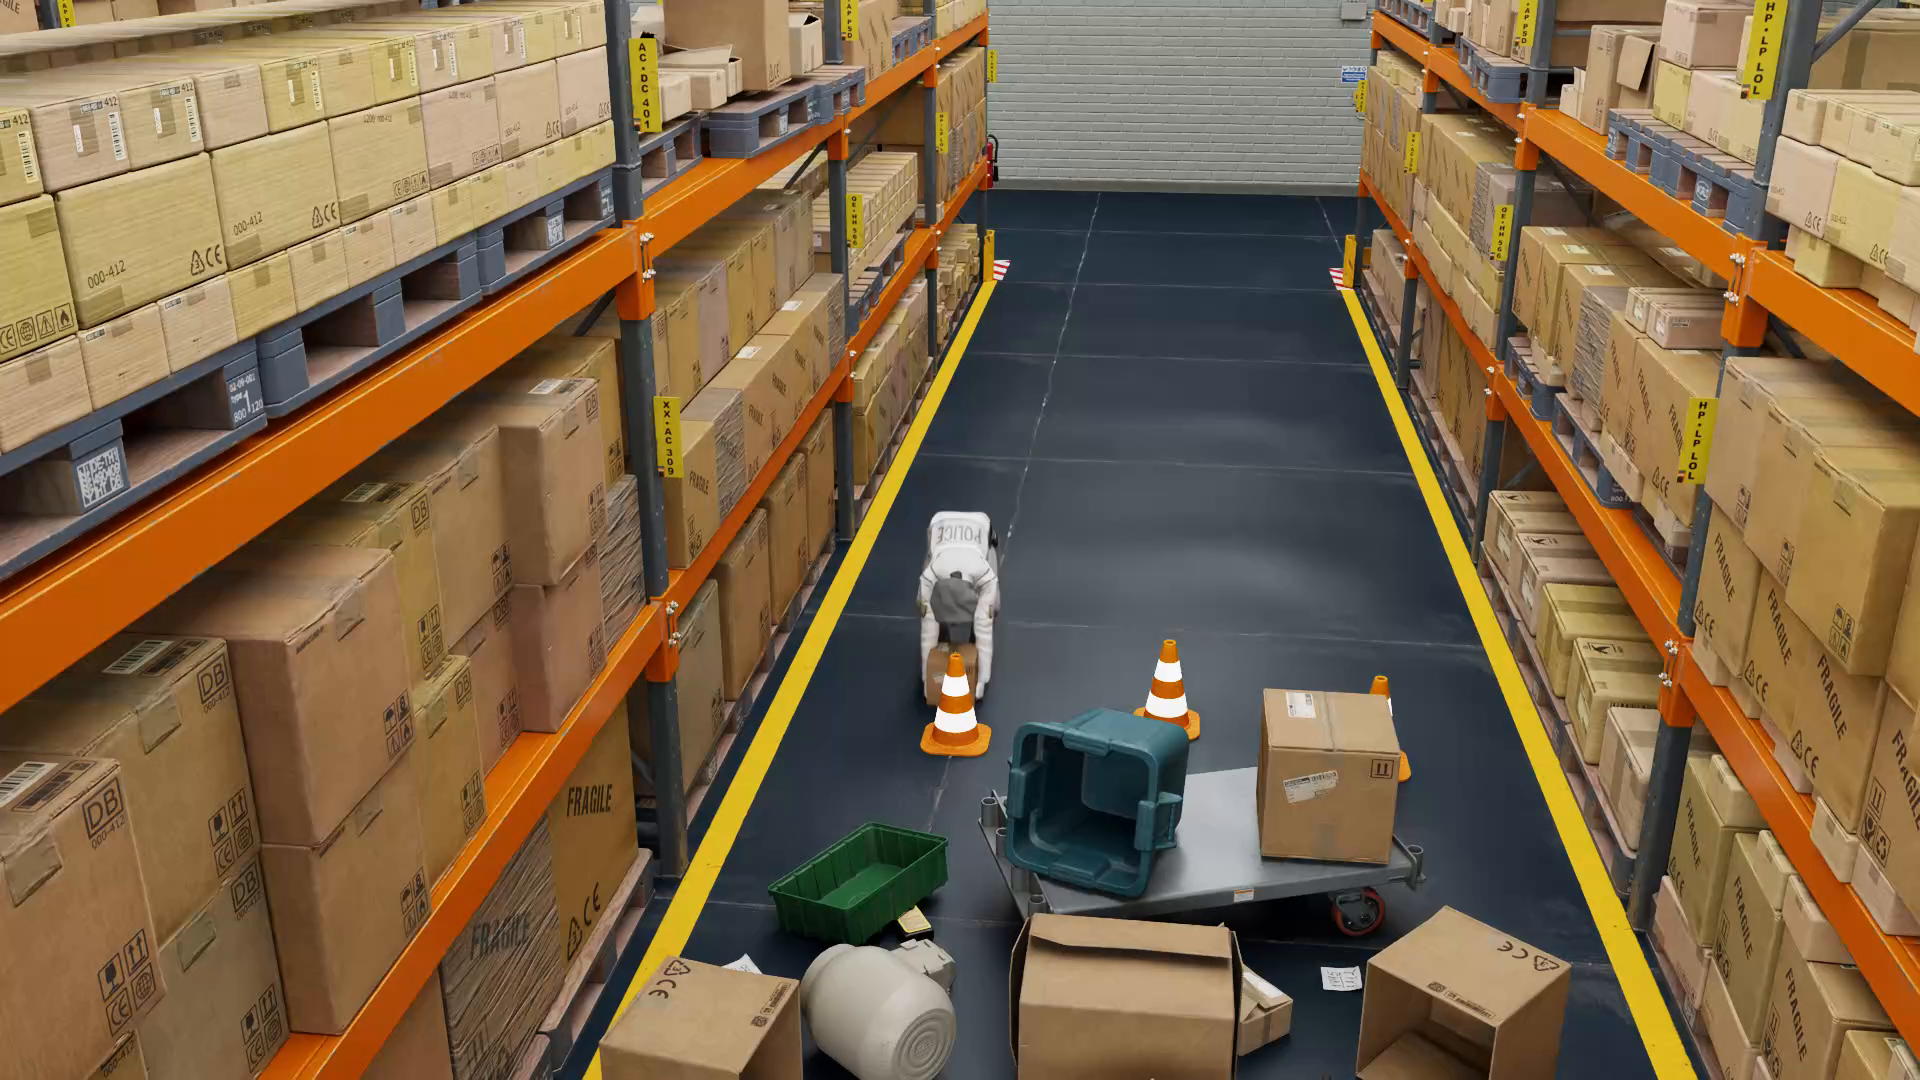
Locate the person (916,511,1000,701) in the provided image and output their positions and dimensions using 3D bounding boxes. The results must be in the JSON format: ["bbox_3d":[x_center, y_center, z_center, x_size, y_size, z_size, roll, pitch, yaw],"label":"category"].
[{"bbox_3d":[-0.009,0.337,8.848,0.447,0.852,0.887,2,21,4],"label":"person"}]
